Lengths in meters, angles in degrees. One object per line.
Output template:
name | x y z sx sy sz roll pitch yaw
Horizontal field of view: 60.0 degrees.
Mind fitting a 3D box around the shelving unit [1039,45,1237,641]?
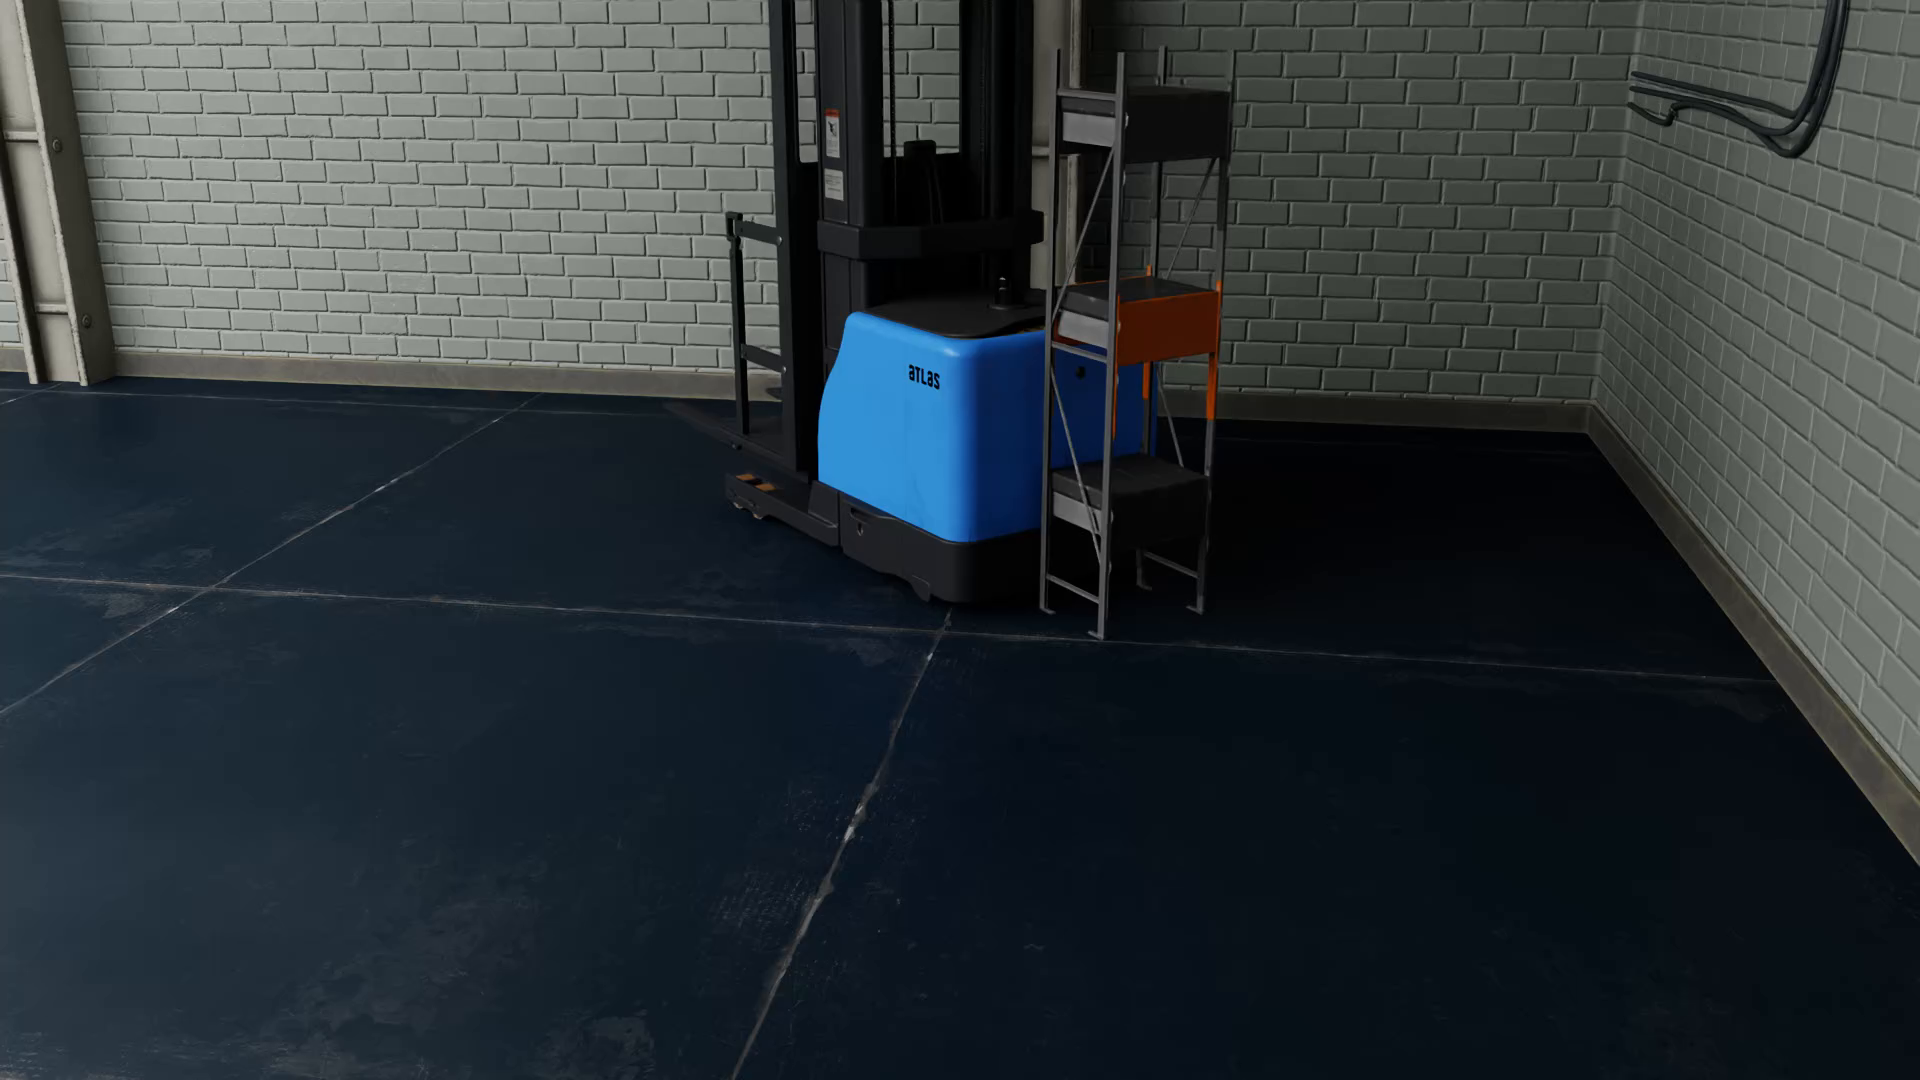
shelving unit | 0.635 -0.716 6.128 0.503 2.100 0.431 -12 22 -32

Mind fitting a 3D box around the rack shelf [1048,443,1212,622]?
rack shelf | 0.631 -0.041 6.360 0.480 0.518 0.431 -12 22 -32

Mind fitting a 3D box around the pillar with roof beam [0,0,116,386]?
pillar with roof beam | -6.152 -3.914 4.819 0.400 9.000 9.100 3 19 9

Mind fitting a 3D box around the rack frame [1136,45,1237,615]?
rack frame | 0.838 -0.759 6.257 0.015 2.100 0.400 -12 22 -32

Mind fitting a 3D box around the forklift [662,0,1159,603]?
forklift | -0.436 -1.558 7.339 1.130 2.935 3.031 -12 22 -32

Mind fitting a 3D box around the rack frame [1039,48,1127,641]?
rack frame | 0.432 -0.673 6.000 0.015 2.100 0.400 -12 22 -32

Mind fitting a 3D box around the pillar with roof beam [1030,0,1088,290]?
pillar with roof beam | -0.228 -3.612 3.917 0.400 9.000 9.100 3 19 9

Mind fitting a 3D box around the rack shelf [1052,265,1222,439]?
rack shelf | 0.635 -0.703 6.133 0.480 0.518 0.431 -12 22 -32

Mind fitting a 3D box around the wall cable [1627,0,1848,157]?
wall cable | 3.154 -2.926 6.759 0.112 2.526 3.097 3 19 9

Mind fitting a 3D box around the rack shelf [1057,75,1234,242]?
rack shelf | 0.638 -1.366 5.906 0.480 0.518 0.431 -12 22 -32
